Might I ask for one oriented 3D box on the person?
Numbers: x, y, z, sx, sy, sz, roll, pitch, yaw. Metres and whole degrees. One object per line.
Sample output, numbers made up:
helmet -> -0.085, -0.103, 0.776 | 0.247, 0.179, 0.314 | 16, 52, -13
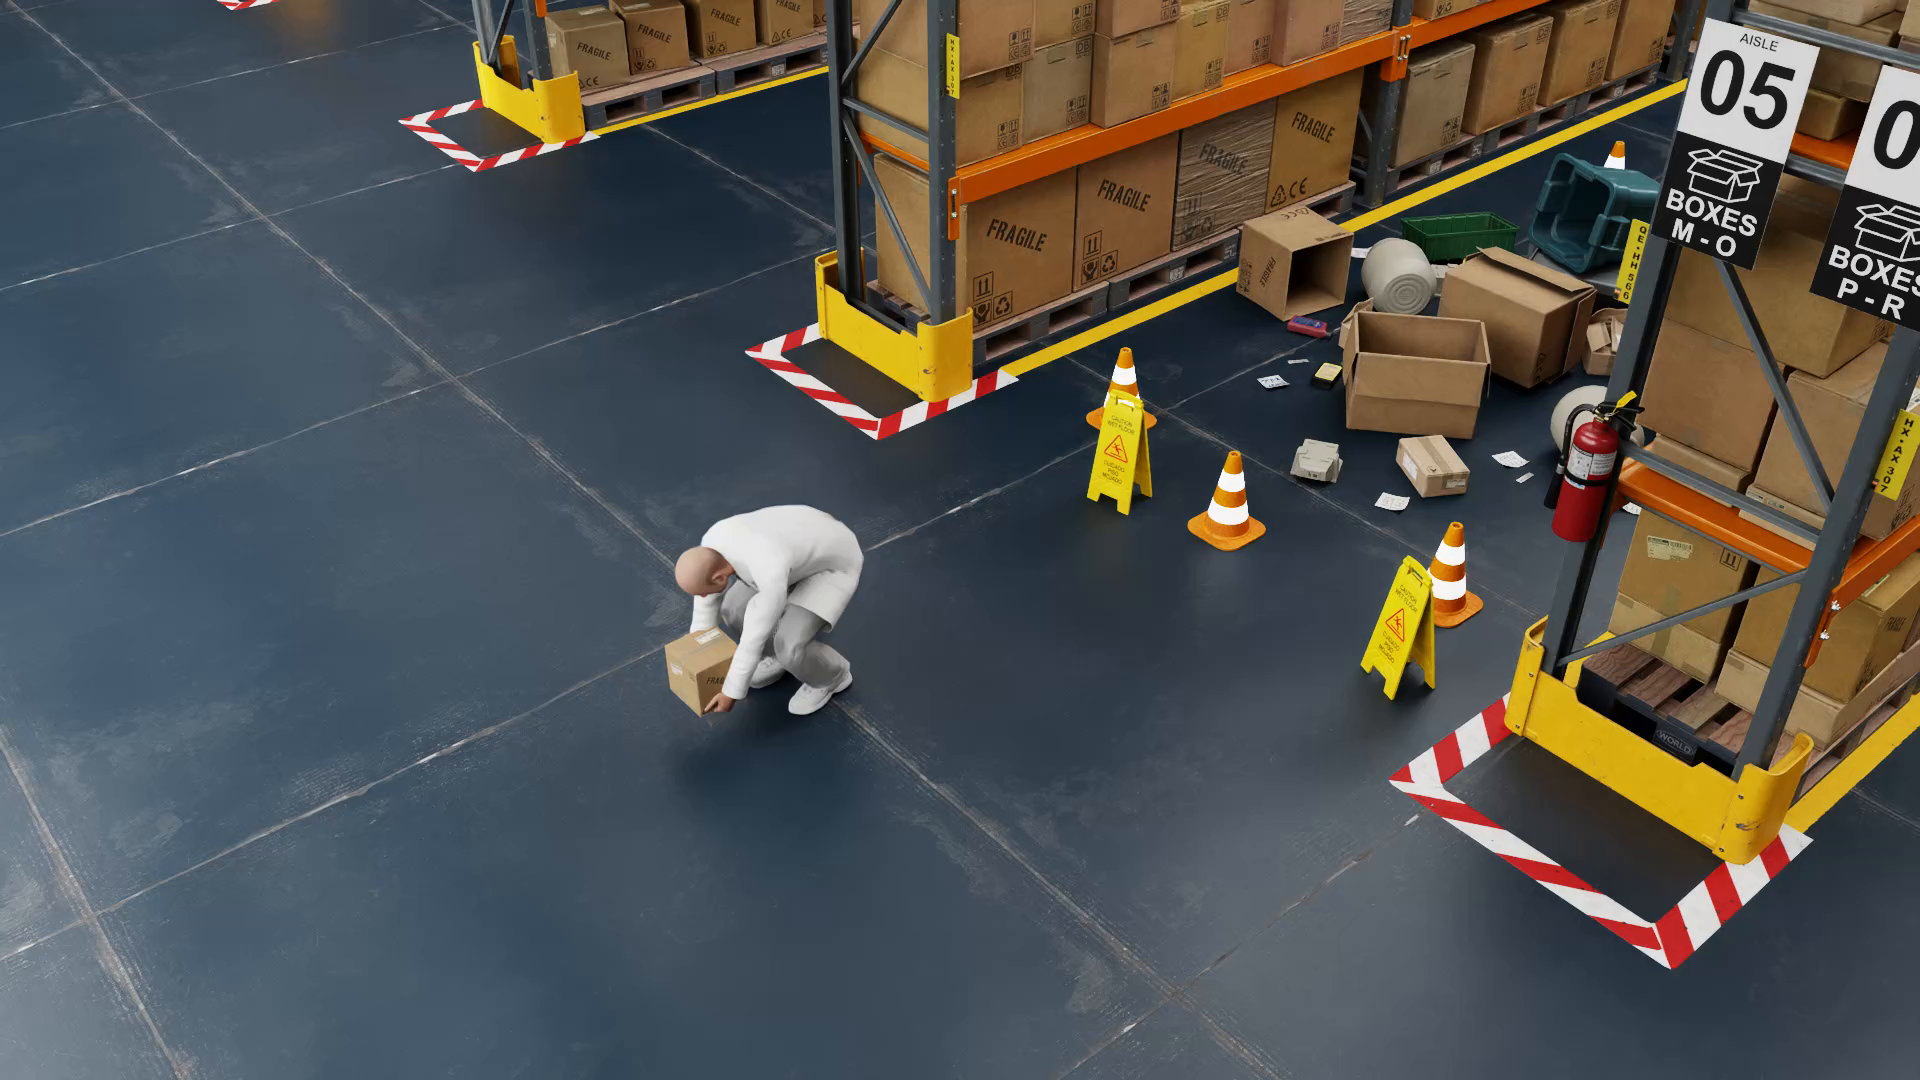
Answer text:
person -> -0.830, 0.316, 7.341 | 0.922, 0.975, 0.589 | -28, 44, -33
